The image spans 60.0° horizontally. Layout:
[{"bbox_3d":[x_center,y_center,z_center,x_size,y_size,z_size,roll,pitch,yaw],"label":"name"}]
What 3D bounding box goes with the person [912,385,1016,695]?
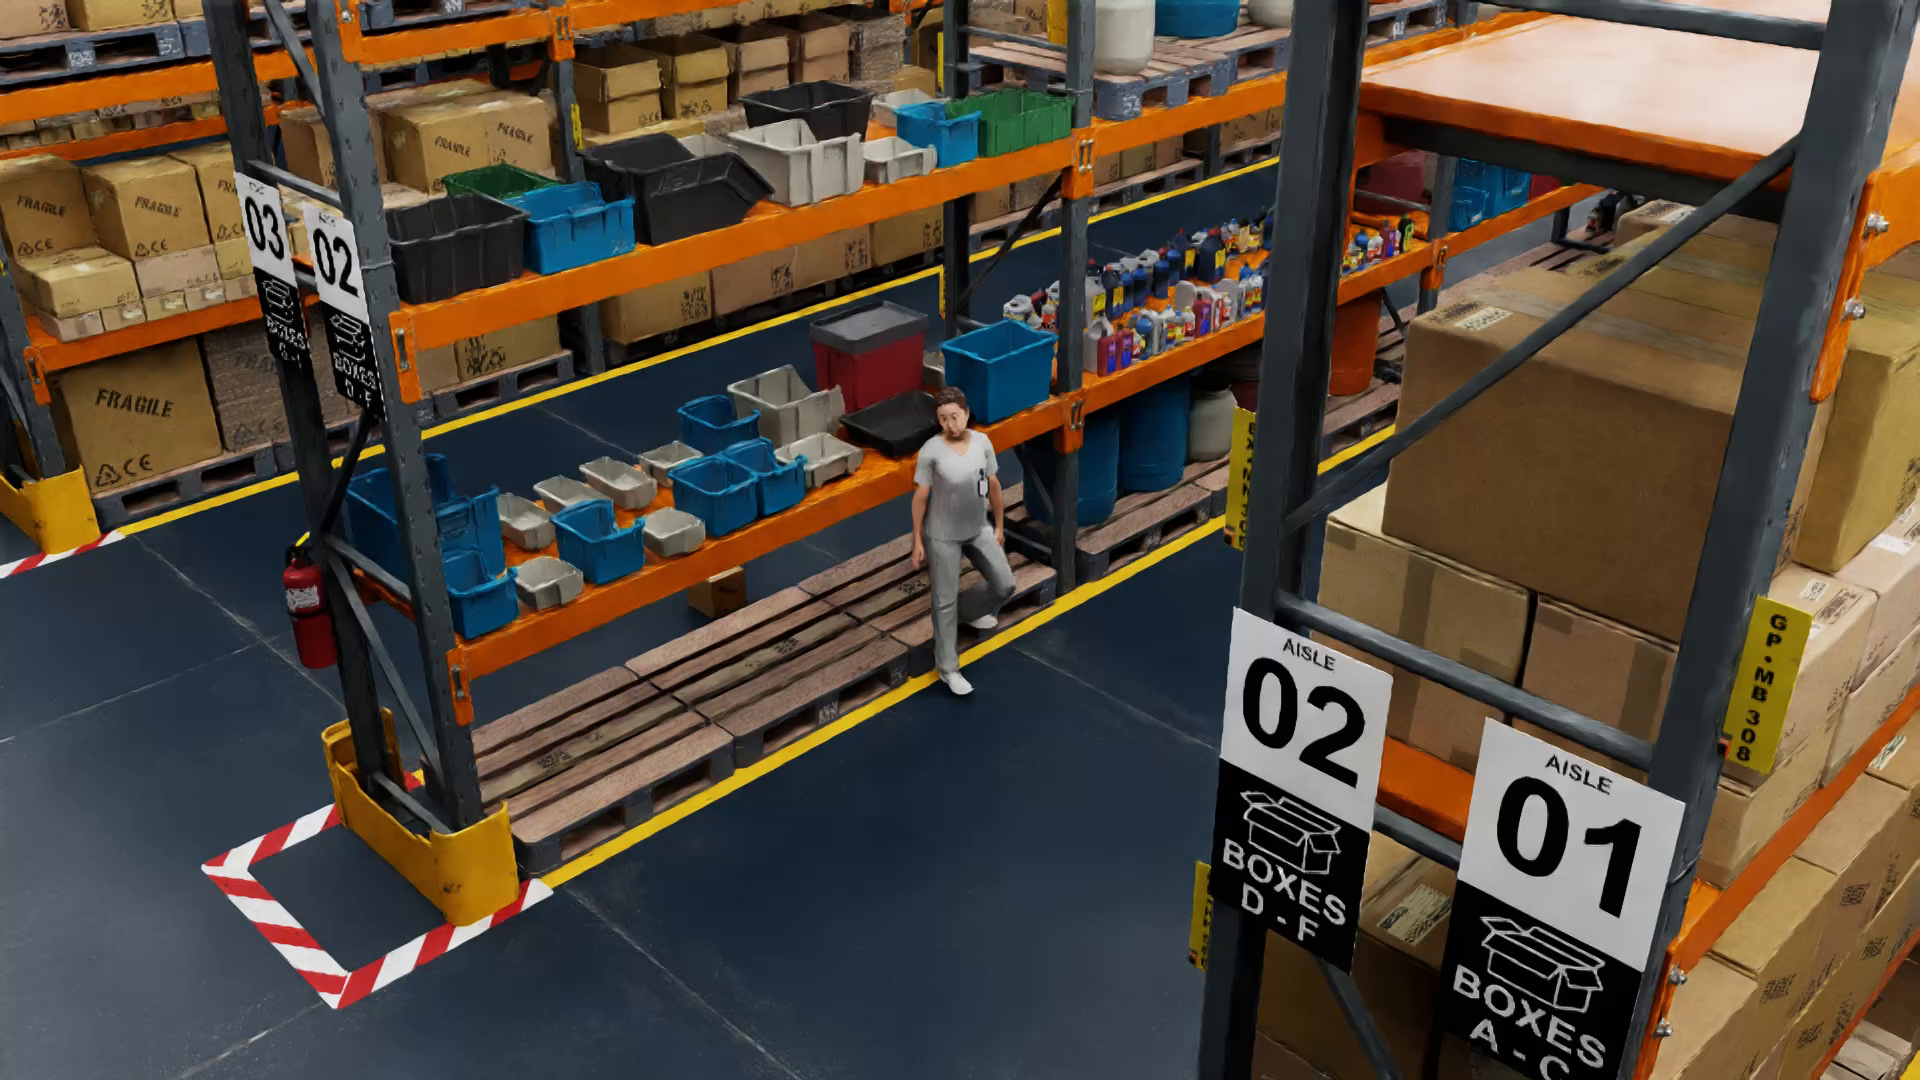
[{"bbox_3d":[-0.003,-0.006,8.877,0.567,1.656,0.572,-15,31,-26],"label":"person"}]
